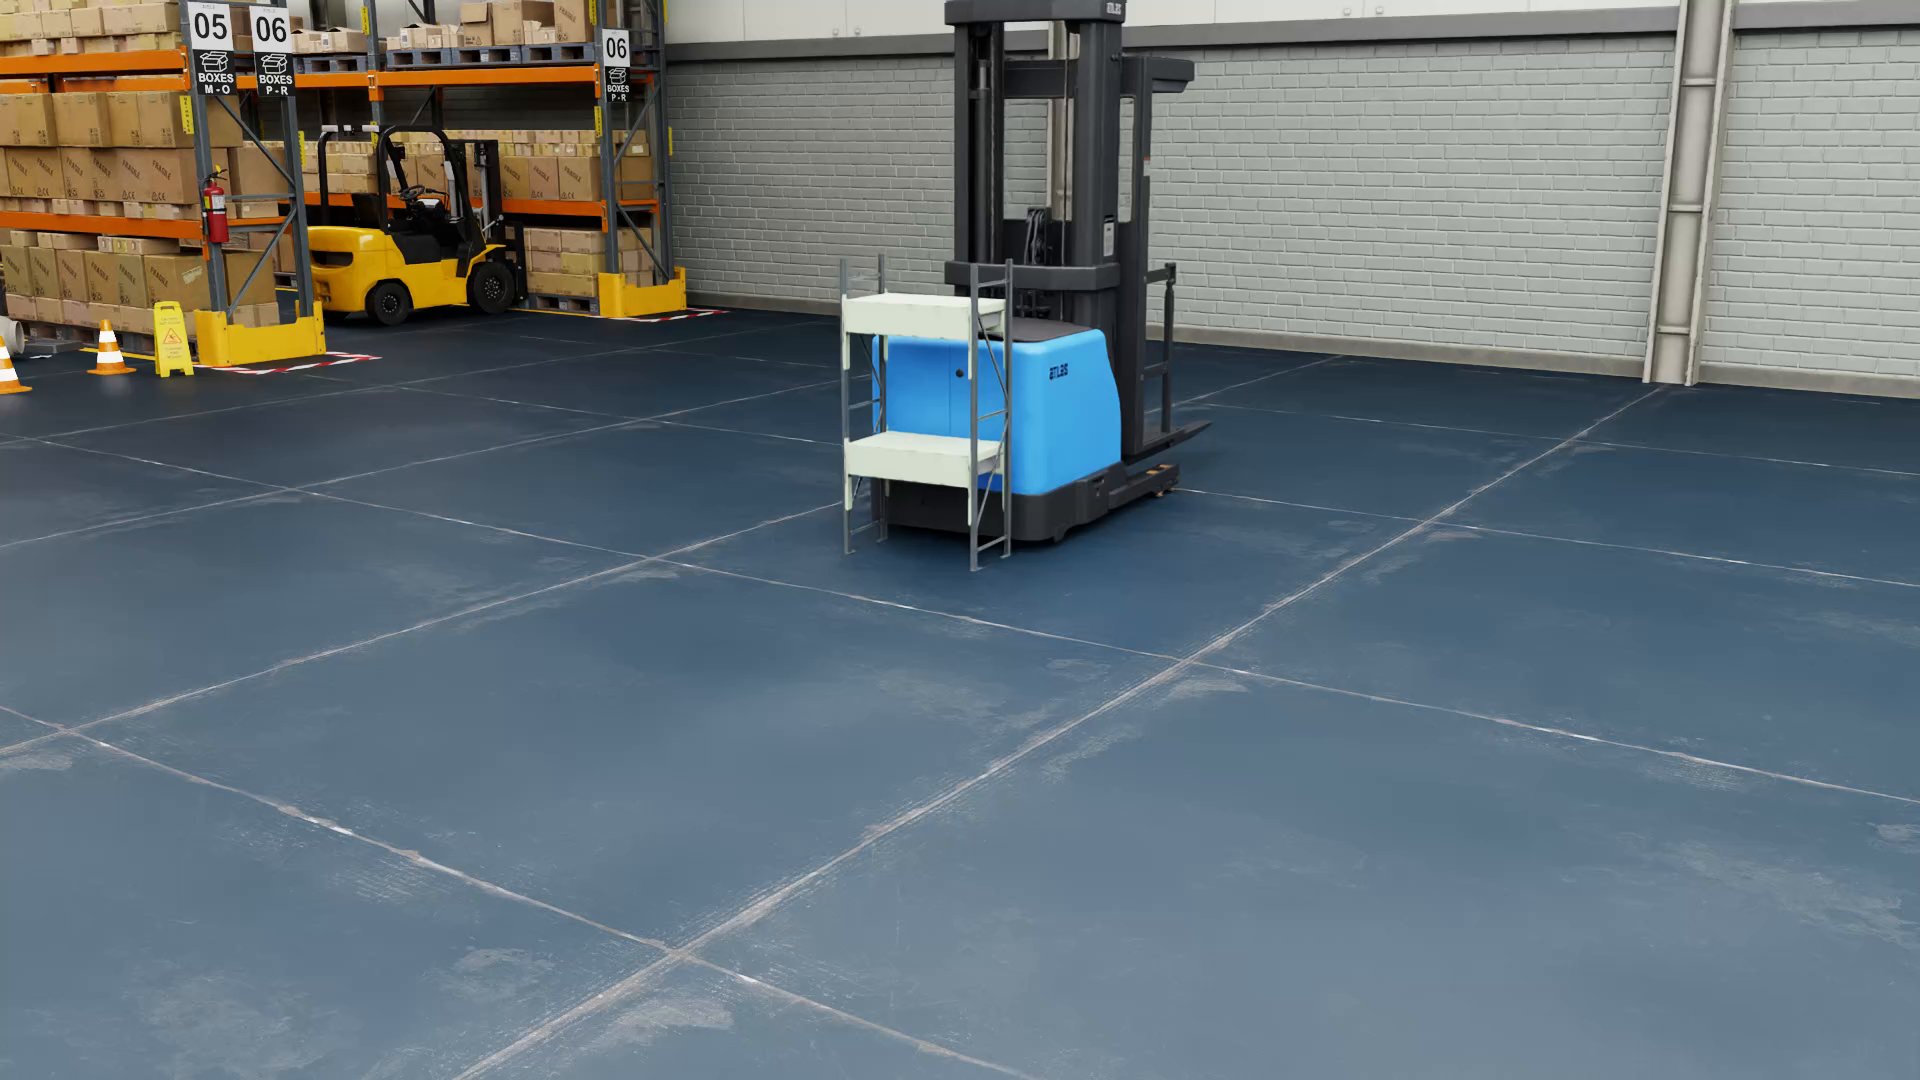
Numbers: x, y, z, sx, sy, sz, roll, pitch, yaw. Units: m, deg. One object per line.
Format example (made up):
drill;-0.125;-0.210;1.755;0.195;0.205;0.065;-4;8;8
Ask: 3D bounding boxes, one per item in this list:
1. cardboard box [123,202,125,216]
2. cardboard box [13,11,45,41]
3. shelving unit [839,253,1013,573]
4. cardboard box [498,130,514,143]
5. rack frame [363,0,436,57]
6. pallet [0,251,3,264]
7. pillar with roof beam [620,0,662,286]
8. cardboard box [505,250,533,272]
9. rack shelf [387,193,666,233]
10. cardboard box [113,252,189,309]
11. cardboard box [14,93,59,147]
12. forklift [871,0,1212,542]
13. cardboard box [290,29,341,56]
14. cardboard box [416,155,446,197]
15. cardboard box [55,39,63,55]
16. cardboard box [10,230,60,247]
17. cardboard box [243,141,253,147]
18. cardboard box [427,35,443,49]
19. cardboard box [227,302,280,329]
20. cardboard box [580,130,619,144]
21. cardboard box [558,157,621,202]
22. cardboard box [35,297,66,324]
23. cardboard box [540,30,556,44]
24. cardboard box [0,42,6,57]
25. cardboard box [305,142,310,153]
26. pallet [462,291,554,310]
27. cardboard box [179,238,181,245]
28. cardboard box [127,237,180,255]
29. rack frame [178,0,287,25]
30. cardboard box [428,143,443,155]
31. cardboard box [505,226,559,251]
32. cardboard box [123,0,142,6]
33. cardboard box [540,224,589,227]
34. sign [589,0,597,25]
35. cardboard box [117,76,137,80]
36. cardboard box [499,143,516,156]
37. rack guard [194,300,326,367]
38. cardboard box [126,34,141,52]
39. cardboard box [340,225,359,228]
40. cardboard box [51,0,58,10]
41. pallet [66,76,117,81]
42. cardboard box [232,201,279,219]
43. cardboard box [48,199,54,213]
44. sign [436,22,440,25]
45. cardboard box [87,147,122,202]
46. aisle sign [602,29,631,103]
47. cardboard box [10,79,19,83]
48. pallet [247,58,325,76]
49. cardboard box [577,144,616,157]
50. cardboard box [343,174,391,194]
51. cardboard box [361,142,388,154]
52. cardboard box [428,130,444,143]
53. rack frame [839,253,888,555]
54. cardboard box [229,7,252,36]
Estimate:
cardboard box;-7.797;-3.191;15.994;0.250;0.149;0.380;9;17;34
cardboard box;-8.795;-4.977;16.139;0.500;0.250;0.500;9;17;33
shelving unit;-0.166;-0.650;8.329;0.755;1.500;0.431;7;16;28
cardboard box;-5.293;-4.819;19.872;0.250;0.149;0.380;10;17;34
rack frame;-7.082;-7.603;20.809;0.127;3.000;1.000;9;17;33
pallet;-15.306;-4.666;27.232;1.213;0.211;1.003;9;17;33
pillar with roof beam;-6.240;-6.481;16.277;0.400;9.000;9.100;9;17;33
cardboard box;-5.191;-3.403;20.137;0.500;0.250;0.500;9;16;32
rack shelf;-5.422;-4.073;20.533;4.000;0.370;1.077;9;17;33
cardboard box;-7.775;-2.522;16.056;0.500;0.500;0.500;10;17;35
cardboard box;-8.792;-4.131;16.360;0.500;0.500;0.700;9;16;32
forklift;0.667;-1.718;9.663;1.130;2.935;3.031;7;16;28
cardboard box;-8.455;-6.507;21.729;0.500;0.311;0.500;9;16;31
cardboard box;-6.418;-4.561;20.798;0.500;0.500;0.500;10;17;34
cardboard box;-8.446;-4.737;15.995;0.250;0.149;0.380;9;17;33
cardboard box;-9.440;-3.087;16.988;0.250;0.149;0.380;9;17;34
cardboard box;-9.627;-5.392;22.803;0.250;0.149;0.380;9;17;33
cardboard box;-6.241;-6.053;20.233;0.250;0.149;0.380;10;17;34
cardboard box;-7.045;-2.197;16.302;0.500;0.250;0.500;9;17;32
cardboard box;-4.178;-4.668;19.261;0.250;0.149;0.380;9;17;33
cardboard box;-4.318;-4.216;19.406;0.500;0.500;0.500;9;16;32
cardboard box;-9.061;-2.367;16.992;0.500;0.250;0.500;10;17;36
cardboard box;-4.620;-5.791;19.174;0.250;0.149;0.380;9;16;31
cardboard box;-9.543;-4.897;16.644;0.250;0.149;0.380;9;17;33
cardboard box;-8.566;-5.221;22.114;0.250;0.149;0.380;9;17;33
pallet;-5.429;-3.059;20.740;1.213;0.211;1.003;9;17;33
cardboard box;-11.281;-4.301;24.282;0.500;0.500;0.500;9;16;32
cardboard box;-7.682;-2.803;15.843;0.250;0.149;0.380;10;17;34
rack frame;-6.530;-6.076;14.642;0.127;3.000;1.000;9;17;33
cardboard box;-6.353;-4.847;20.604;0.250;0.149;0.380;10;17;34
cardboard box;-5.170;-3.641;20.058;0.500;0.250;0.500;9;17;34
cardboard box;-7.390;-4.945;15.176;0.250;0.149;0.380;9;16;32
cardboard box;-4.882;-3.746;20.483;0.500;0.250;0.500;9;17;32
sign;-4.077;-5.895;18.476;0.005;0.325;0.100;9;17;33
cardboard box;-11.795;-6.765;23.979;0.500;0.250;0.500;9;17;33
cardboard box;-5.285;-4.675;19.910;0.250;0.149;0.380;9;17;33
rack guard;-6.593;-1.961;15.704;0.348;0.500;1.175;9;17;33
cardboard box;-7.408;-4.560;15.280;0.250;0.149;0.380;10;17;34
cardboard box;-8.161;-3.915;22.465;0.625;0.625;0.875;9;17;32
cardboard box;-8.434;-5.122;15.894;0.250;0.149;0.380;10;17;34
pallet;-12.356;-6.888;24.556;1.003;0.211;1.213;9;17;33
cardboard box;-6.696;-3.129;15.743;0.250;0.149;0.380;9;17;33
cardboard box;-8.866;-3.350;16.635;0.250;0.149;0.380;9;17;33
sign;-6.773;-6.547;21.545;0.005;0.325;0.100;9;17;33
cardboard box;-7.960;-3.511;15.936;0.500;0.500;0.500;9;17;33
aisle sign;-3.872;-5.349;18.778;0.004;0.787;0.394;9;17;33
cardboard box;-14.385;-7.120;25.625;0.250;0.149;0.380;9;17;33
pallet;-8.858;-6.369;22.460;1.213;0.211;1.003;10;17;35
cardboard box;-4.207;-4.508;19.235;0.250;0.149;0.380;9;17;34
cardboard box;-7.646;-4.633;21.610;0.500;0.250;0.500;10;17;34
cardboard box;-7.489;-5.056;21.446;0.250;0.149;0.380;10;17;35
cardboard box;-6.343;-4.992;20.570;0.250;0.149;0.380;10;17;34
rack frame;-0.488;-0.692;8.499;0.023;1.500;0.400;7;16;28
cardboard box;-6.798;-4.812;15.471;0.500;0.250;0.500;9;16;32
